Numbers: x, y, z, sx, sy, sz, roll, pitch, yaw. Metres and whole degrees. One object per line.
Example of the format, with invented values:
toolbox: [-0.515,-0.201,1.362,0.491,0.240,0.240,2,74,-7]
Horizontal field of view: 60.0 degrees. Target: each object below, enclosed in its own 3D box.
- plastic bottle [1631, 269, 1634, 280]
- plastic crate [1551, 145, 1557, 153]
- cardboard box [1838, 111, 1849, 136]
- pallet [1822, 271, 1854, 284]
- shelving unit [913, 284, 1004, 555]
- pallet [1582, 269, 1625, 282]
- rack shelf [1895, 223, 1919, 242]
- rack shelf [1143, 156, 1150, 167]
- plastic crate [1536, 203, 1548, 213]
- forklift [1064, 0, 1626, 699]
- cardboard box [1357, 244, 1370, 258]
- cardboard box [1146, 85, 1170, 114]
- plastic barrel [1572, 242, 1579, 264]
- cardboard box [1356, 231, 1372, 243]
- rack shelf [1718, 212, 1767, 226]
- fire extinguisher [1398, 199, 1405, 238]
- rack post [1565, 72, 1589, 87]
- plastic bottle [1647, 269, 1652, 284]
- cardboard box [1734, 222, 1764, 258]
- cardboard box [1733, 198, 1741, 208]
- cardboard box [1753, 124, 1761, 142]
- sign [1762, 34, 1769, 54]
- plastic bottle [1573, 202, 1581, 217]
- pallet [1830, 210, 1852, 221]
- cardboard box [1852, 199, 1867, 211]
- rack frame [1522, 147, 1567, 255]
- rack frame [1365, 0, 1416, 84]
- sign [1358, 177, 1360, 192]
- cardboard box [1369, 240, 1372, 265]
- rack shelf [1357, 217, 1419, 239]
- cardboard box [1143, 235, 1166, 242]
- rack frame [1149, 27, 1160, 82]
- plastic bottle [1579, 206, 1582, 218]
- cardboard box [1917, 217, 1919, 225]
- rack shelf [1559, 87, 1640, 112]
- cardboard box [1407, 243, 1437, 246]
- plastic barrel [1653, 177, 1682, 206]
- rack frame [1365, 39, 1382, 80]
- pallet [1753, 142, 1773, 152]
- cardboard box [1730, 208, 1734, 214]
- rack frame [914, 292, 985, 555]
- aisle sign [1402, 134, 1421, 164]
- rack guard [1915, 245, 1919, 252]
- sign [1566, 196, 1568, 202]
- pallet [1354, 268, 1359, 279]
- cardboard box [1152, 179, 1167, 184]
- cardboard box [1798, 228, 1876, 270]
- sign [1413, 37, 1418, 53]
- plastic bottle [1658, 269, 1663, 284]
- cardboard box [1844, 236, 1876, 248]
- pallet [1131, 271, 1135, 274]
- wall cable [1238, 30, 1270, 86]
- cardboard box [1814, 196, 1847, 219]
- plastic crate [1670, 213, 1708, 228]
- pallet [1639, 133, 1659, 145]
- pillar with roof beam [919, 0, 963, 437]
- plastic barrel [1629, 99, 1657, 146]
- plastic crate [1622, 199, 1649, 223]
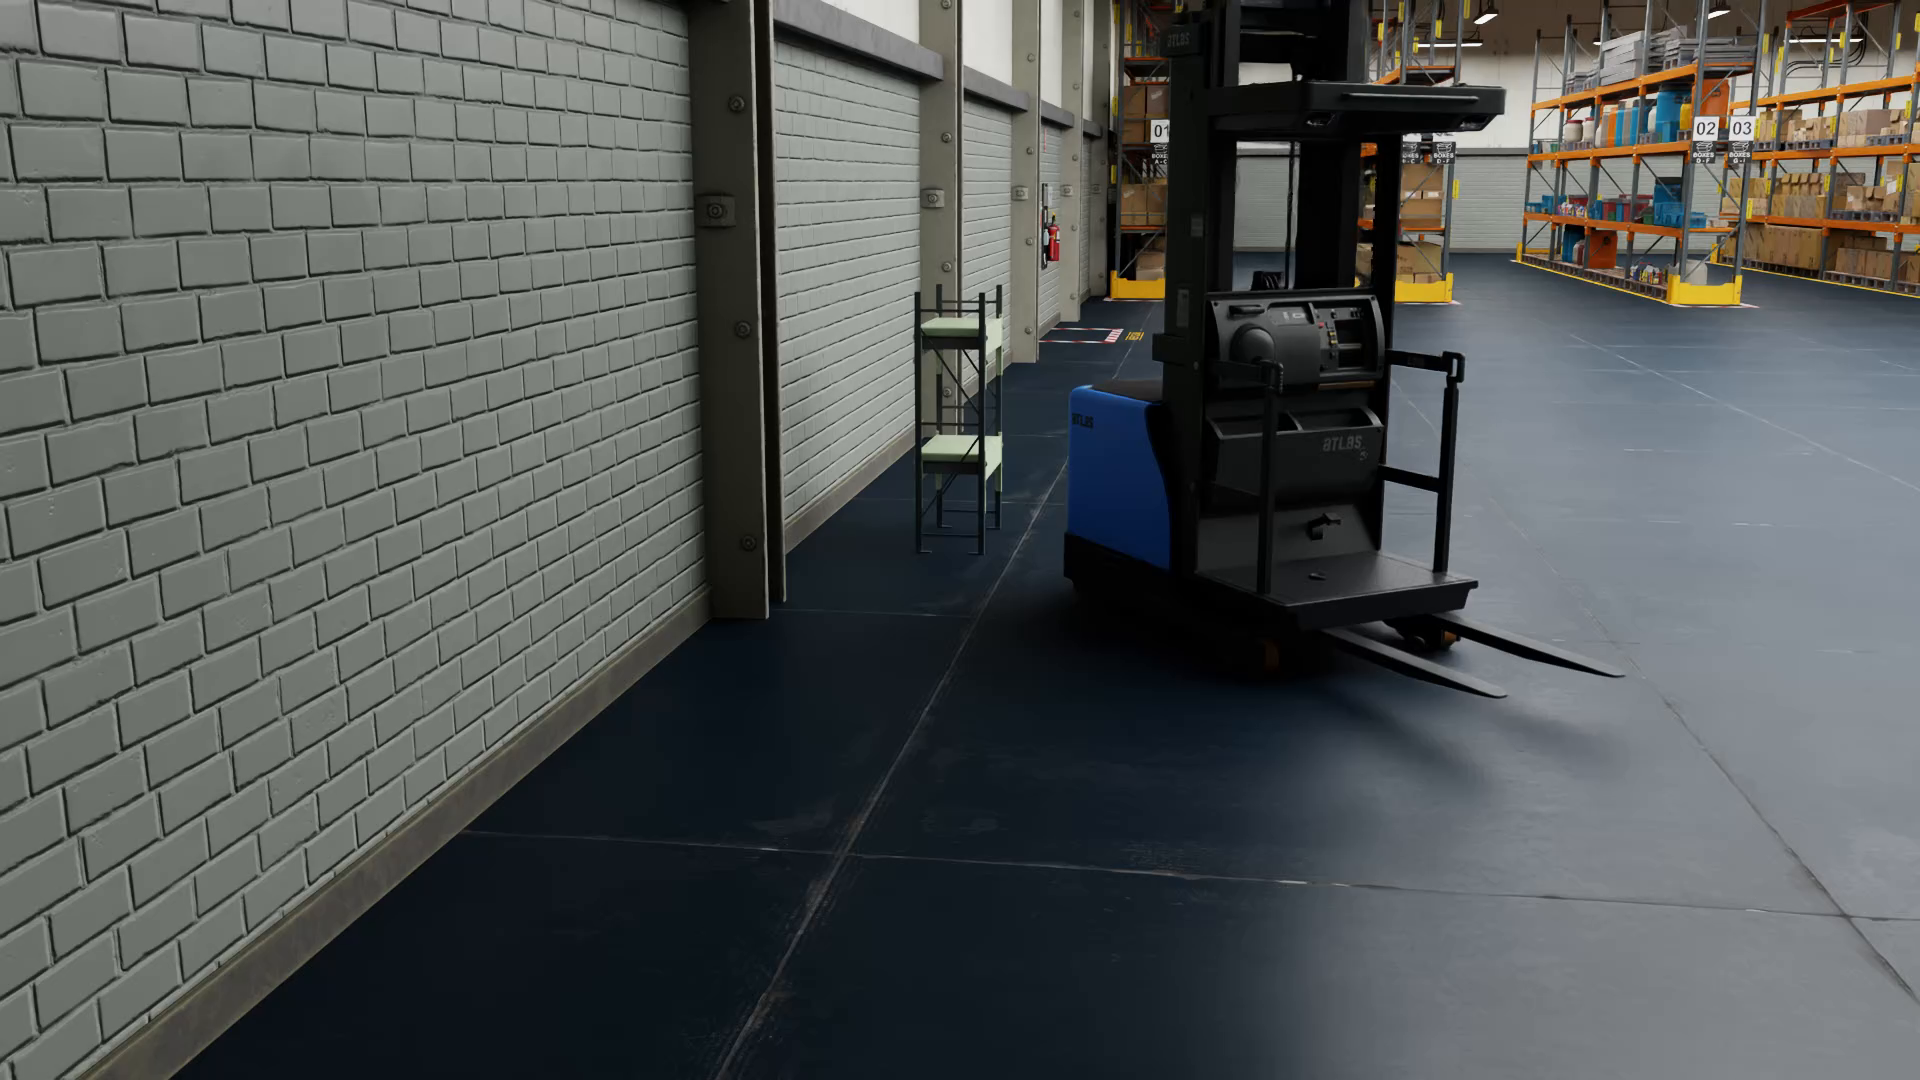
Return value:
plastic bottle: [13.268,-5.231,32.746,0.097,0.201,0.097,0,12,0]
plastic crate: [14.763,-9.584,40.725,0.450,0.188,0.662,2,12,9]
cardboard box: [18.948,-8.800,35.162,0.500,0.500,0.500,2,12,9]
pallet: [19.153,-5.604,35.495,1.003,0.211,1.213,2,12,9]
shelving unit: [-0.001,-0.732,9.829,0.431,1.500,0.755,2,12,9]
pallet: [14.223,-5.767,36.252,1.003,0.211,1.213,2,12,9]
rack shelf: [18.352,-5.529,30.236,1.077,0.370,4.000,2,12,9]
rack shelf: [4.899,-9.142,39.882,1.077,0.370,4.000,2,12,9]
plastic crate: [14.999,-8.526,42.689,0.416,0.233,0.300,2,12,9]
forklift: [1.644,-0.945,7.422,1.130,2.935,3.031,-6,13,-25]
cardboard box: [9.044,-6.378,36.665,0.500,0.311,0.500,2,12,7]
cardboard box: [3.660,-8.032,30.365,0.500,0.500,0.500,1,12,5]
plastic barrel: [14.611,-6.737,39.043,0.421,0.512,0.421,0,12,0]
cardboard box: [9.403,-7.025,38.581,0.500,0.250,0.500,2,12,11]
rack shelf: [20.198,-8.027,41.828,1.077,0.370,4.000,2,12,9]
fire extinguisher: [7.779,-5.739,29.686,0.296,0.674,0.183,2,12,9]
rack post: [14.836,-10.844,39.131,0.937,0.300,0.954,2,12,8]
plastic bottle: [13.087,-4.985,31.427,0.152,0.276,0.135,2,12,7]
cardboard box: [20.346,-7.636,42.354,0.875,0.875,0.875,2,12,9]
cardboard box: [20.010,-8.563,42.257,0.500,0.250,0.500,1,12,7]
cardboard box: [20.241,-10.232,41.760,0.700,0.500,0.500,1,12,5]
sign: [13.693,-8.437,28.277,0.100,0.325,0.005,2,12,9]
plastic bottle: [14.263,-7.634,38.412,0.144,0.351,0.185,2,12,9]
pallet: [19.271,-6.884,35.272,1.213,0.211,1.003,2,12,9]
cardboard box: [18.790,-6.920,34.343,0.500,0.250,0.500,2,12,7]
rack frame: [15.611,-8.955,44.428,1.000,3.000,0.127,2,12,9]
rack frame: [9.487,-10.384,36.817,1.000,3.000,0.127,2,12,9]
sign: [8.949,-7.994,37.408,0.100,0.325,0.005,2,12,9]
cardboard box: [8.491,-5.760,33.351,0.500,0.500,0.500,2,12,9]
rack shelf: [9.179,-6.683,35.593,1.077,0.370,4.000,2,12,9]
cardboard box: [4.214,-6.492,36.107,0.500,0.250,0.500,2,12,7]
rack frame: [5.207,-11.376,41.422,1.000,3.000,0.127,2,12,9]
plastic bottle: [14.153,-7.478,37.877,0.097,0.271,0.097,0,12,0]
cardboard box: [18.238,-5.982,31.228,0.380,0.149,0.250,2,12,9]
rack shelf: [14.688,-10.092,38.119,1.077,0.370,4.000,2,12,9]
cardboard box: [8.698,-5.327,31.341,0.500,0.500,0.500,2,12,9]
plastic barrel: [14.124,-6.773,33.112,0.600,0.901,0.708,2,12,9]
rack frame: [10.717,-12.049,44.545,1.000,3.000,0.127,2,12,9]
pallet: [20.216,-9.809,41.477,1.003,0.211,1.213,2,12,9]
cardboard box: [20.009,-8.448,42.669,0.380,0.149,0.250,2,12,8]
rack frame: [-0.057,-0.656,9.475,0.400,1.500,0.023,2,12,9]
aisle sign: [7.956,-7.053,29.429,0.394,0.787,0.004,2,12,9]
rack guard: [25.379,-7.375,43.030,1.175,0.500,0.348,2,12,9]
sign: [16.157,-9.021,44.344,0.100,0.325,0.005,2,12,9]
pallet: [9.322,-5.918,36.954,1.003,0.211,1.213,2,12,9]
cardboard box: [4.533,-8.052,37.414,0.380,0.149,0.250,0,12,-1]
cardboard box: [19.402,-6.439,36.799,1.225,0.875,0.875,1,12,6]
sign: [10.036,-10.901,36.622,0.100,0.325,0.005,2,12,9]
plastic bottle: [13.171,-4.957,31.277,0.061,0.283,0.133,2,12,9]
cardboard box: [19.201,-6.349,35.442,0.500,0.250,0.500,2,12,11]
pallet: [4.095,-5.577,35.373,1.003,0.211,1.213,2,12,9]
wall cable: [9.718,-14.238,50.084,3.097,2.526,0.112,2,12,9]
cardboard box: [19.106,-7.289,36.460,0.500,0.500,0.500,2,12,10]
plastic crate: [12.932,-5.666,29.518,0.499,0.251,0.616,2,12,9]
pallet: [13.751,-7.678,31.829,1.213,0.211,1.003,2,12,9]
pillar with roof beam: [4.100,-5.166,12.603,9.100,9.000,0.400,2,12,9]
plastic barrel: [13.629,-8.282,32.992,0.600,0.901,0.708,2,12,9]
plastic crate: [13.538,-6.599,33.344,0.402,0.464,0.583,2,12,9]
